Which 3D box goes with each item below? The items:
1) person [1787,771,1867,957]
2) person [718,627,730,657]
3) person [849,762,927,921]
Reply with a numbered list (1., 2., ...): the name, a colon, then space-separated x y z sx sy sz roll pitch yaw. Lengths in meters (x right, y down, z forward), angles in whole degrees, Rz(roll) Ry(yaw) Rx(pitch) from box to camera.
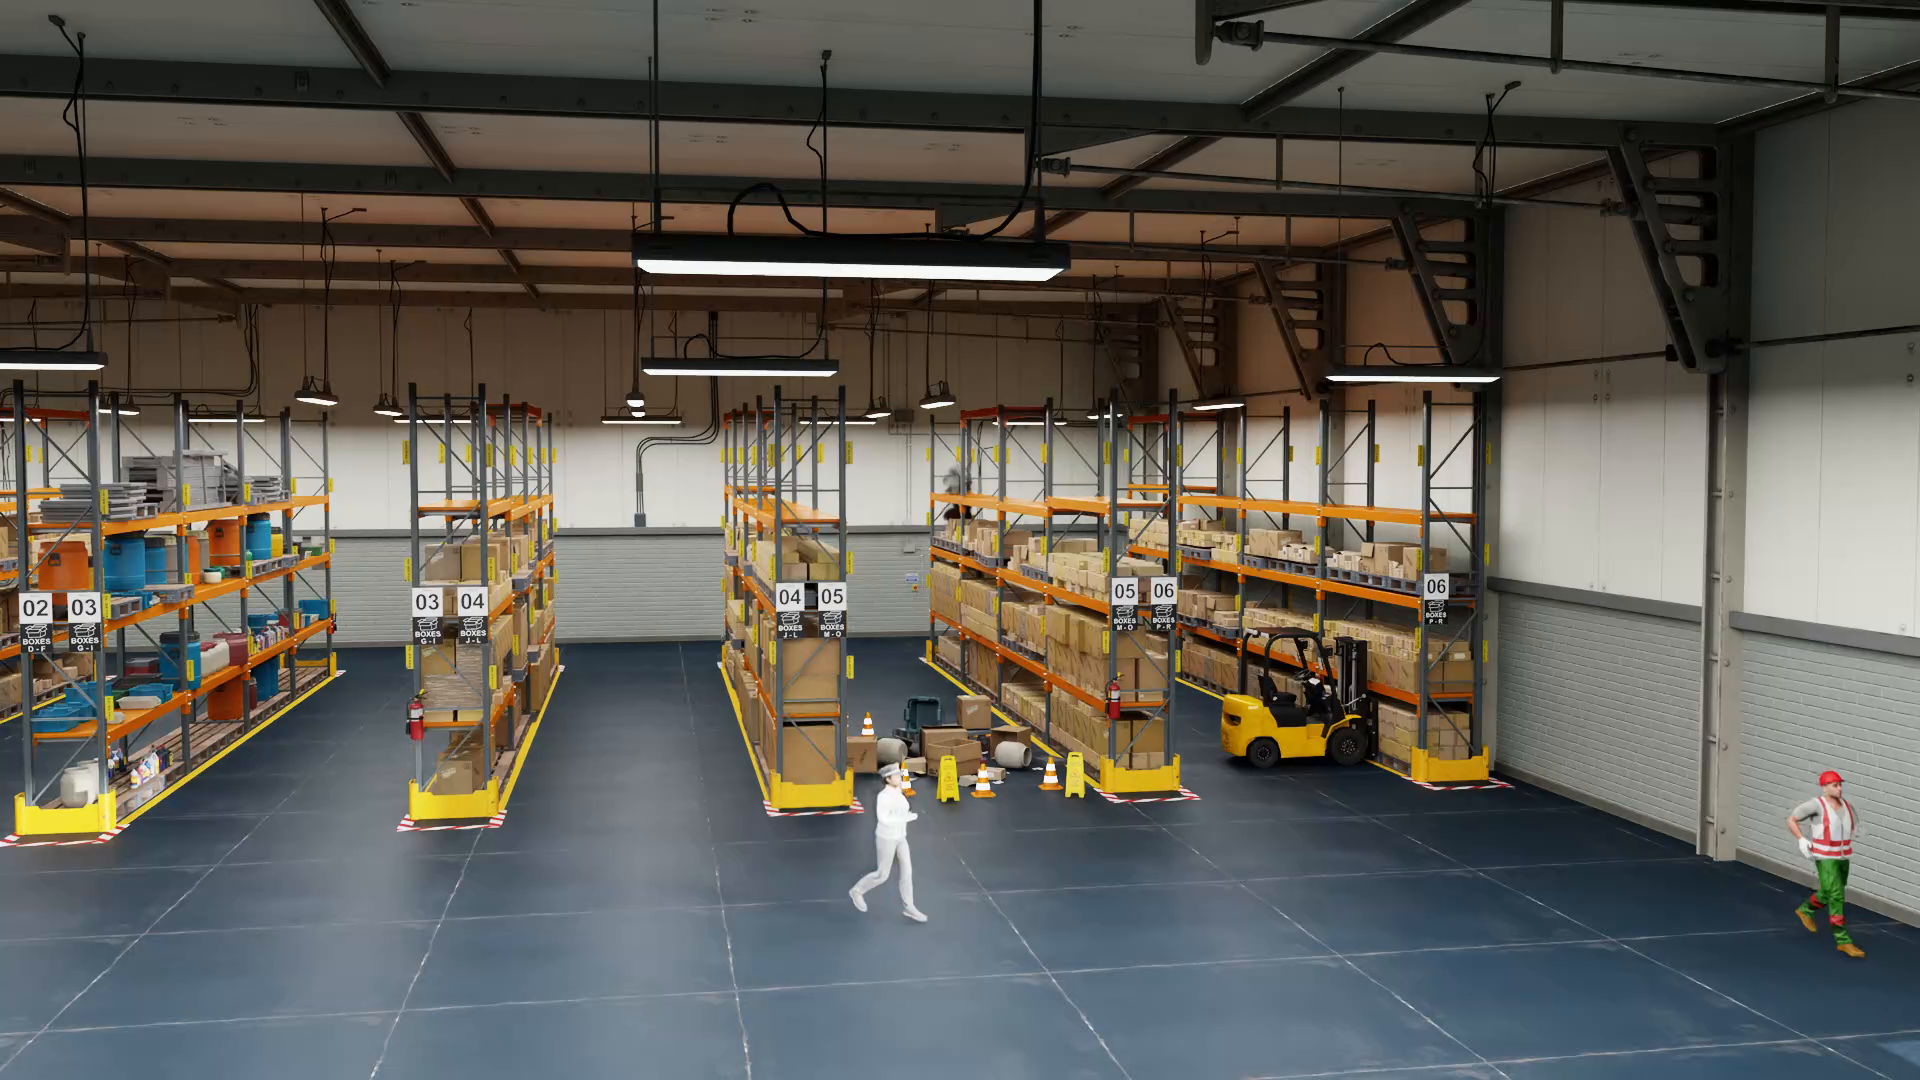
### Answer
1. person: 8.824 3.221 16.855 0.649 1.772 1.004 -1 3 -16
2. person: -5.411 1.965 40.342 0.896 1.774 0.723 -1 3 -26
3. person: -0.769 3.224 17.919 0.899 1.687 0.631 1 3 24
